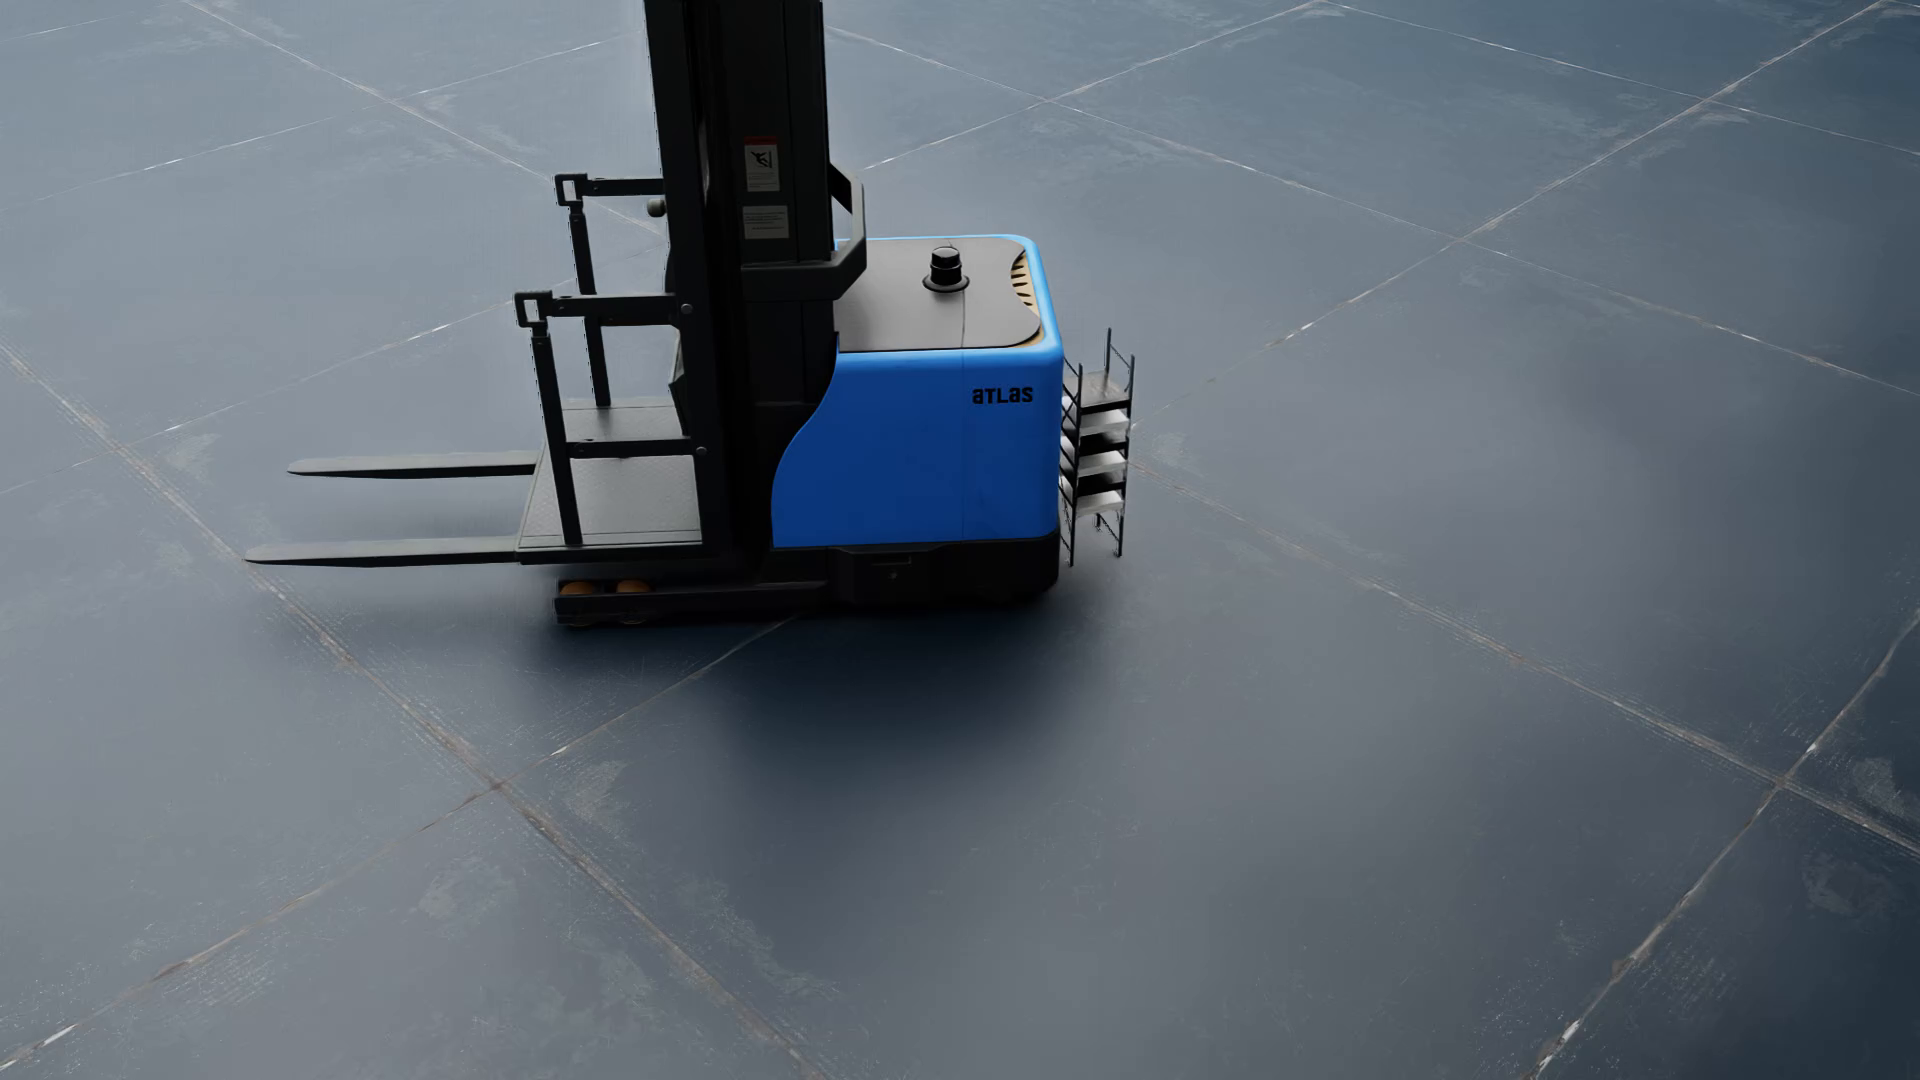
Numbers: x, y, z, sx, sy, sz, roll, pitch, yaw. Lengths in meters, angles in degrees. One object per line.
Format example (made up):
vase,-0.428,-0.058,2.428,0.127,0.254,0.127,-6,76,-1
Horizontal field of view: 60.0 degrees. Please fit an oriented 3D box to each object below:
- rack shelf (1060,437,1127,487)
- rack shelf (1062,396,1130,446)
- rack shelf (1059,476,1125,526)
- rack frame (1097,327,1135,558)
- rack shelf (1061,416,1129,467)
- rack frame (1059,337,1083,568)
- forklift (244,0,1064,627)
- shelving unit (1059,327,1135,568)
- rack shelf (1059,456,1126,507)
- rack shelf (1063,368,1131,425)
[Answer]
rack shelf,0.498,-0.317,6.376,0.200,0.077,0.258,-11,36,-15
rack shelf,0.498,-0.465,6.273,0.200,0.077,0.258,-11,36,-15
rack shelf,0.498,-0.170,6.479,0.200,0.077,0.258,-11,36,-15
rack frame,0.594,-0.363,6.384,0.006,0.900,0.240,-11,36,-15
rack shelf,0.498,-0.391,6.325,0.200,0.077,0.258,-11,36,-15
rack frame,0.401,-0.326,6.331,0.006,0.900,0.240,-11,36,-15
forklift,-1.165,-1.194,5.799,3.031,2.935,1.130,-2,35,-3
shelving unit,0.498,-0.345,6.357,0.210,0.900,0.258,-11,36,-15
rack shelf,0.498,-0.244,6.428,0.200,0.077,0.258,-11,36,-15
rack shelf,0.498,-0.539,6.222,0.200,0.077,0.258,-11,36,-15
